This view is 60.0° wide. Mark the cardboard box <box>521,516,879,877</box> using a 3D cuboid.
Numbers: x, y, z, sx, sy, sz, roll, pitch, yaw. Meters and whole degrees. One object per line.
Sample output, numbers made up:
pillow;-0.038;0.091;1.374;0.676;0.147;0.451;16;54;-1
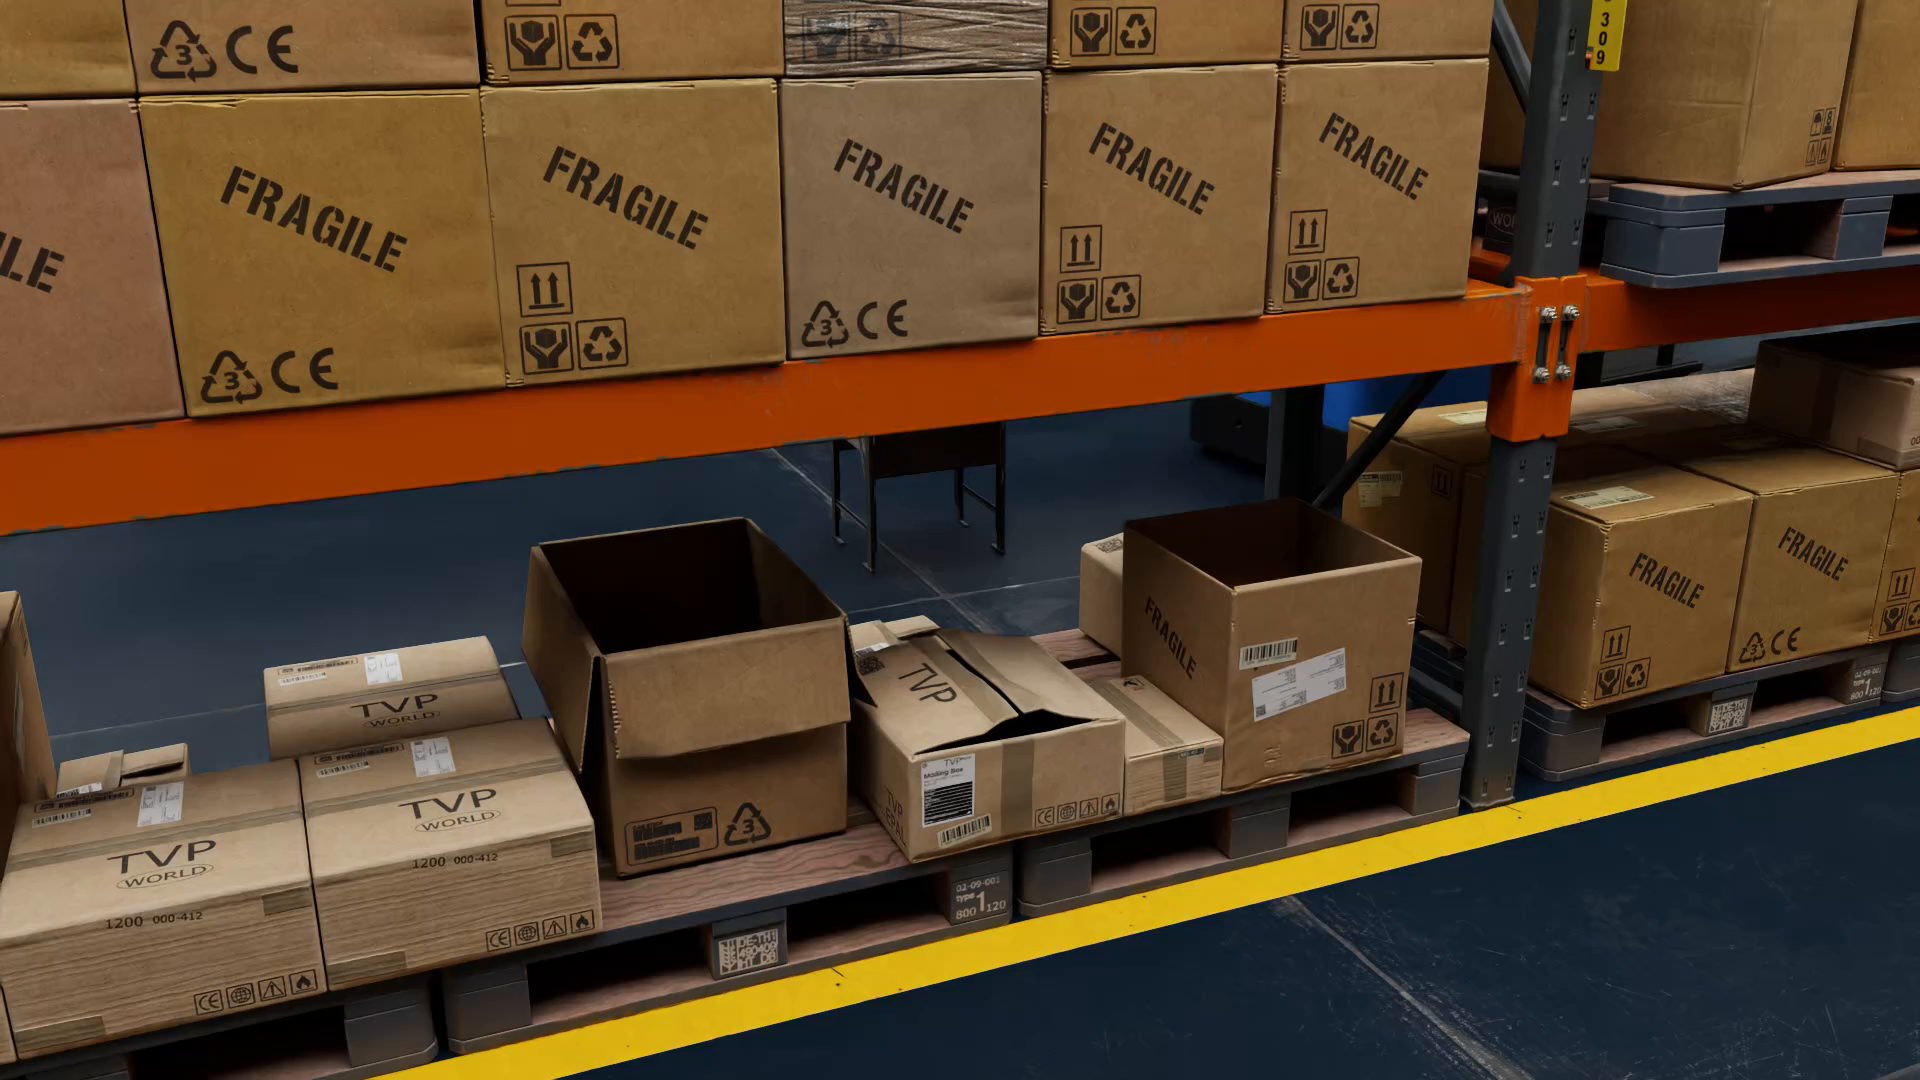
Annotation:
cardboard box;-0.595;0.317;3.701;0.637;0.503;0.797;-8;21;-22

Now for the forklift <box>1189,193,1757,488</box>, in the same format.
forklift;2.496;-1.876;6.938;3.031;2.935;1.130;-12;22;-30

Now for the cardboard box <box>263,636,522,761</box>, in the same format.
cardboard box;-1.259;0.452;3.700;0.500;0.250;0.500;-8;21;-22

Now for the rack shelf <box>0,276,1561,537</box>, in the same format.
rack shelf;-0.708;-0.299;3.438;4.000;0.370;1.077;-8;21;-22

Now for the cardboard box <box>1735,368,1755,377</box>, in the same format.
cardboard box;2.852;-0.278;5.396;0.500;0.500;0.500;-9;21;-24

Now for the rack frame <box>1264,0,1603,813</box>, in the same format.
rack frame;1.128;-0.901;4.065;0.127;3.000;1.000;-8;21;-22

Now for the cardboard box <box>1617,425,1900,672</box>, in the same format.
cardboard box;2.154;0.007;4.586;0.500;0.500;0.500;-8;21;-21

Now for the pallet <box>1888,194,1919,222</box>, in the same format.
pallet;3.017;-1.080;4.861;1.213;0.211;1.003;-8;21;-22

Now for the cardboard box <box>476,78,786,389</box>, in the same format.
cardboard box;-0.639;-0.600;3.059;0.500;0.500;0.500;-8;21;-21

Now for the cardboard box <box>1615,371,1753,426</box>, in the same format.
cardboard box;2.386;-0.210;5.205;0.500;0.500;0.500;-8;21;-21

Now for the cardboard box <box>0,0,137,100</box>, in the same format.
cardboard box;-1.556;-0.943;2.528;0.500;0.500;0.500;-8;21;-21

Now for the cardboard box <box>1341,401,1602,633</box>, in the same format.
cardboard box;1.468;-0.082;4.840;0.500;0.500;0.500;-8;21;-22

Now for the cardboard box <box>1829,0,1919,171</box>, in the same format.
cardboard box;2.258;-1.251;4.274;0.500;0.500;0.700;-5;20;-13

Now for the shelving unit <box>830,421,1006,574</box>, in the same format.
shelving unit;-0.152;-0.969;5.611;0.503;2.100;0.431;-8;21;-22

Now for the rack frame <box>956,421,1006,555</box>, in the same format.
rack frame;0.072;-1.001;5.703;0.015;2.100;0.400;-8;21;-22

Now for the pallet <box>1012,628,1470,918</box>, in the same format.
pallet;0.497;0.504;4.273;1.213;0.211;1.003;-8;21;-22

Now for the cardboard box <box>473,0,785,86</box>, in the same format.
cardboard box;-0.628;-1.074;2.901;0.500;0.500;0.500;-8;21;-22

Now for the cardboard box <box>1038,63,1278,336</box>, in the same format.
cardboard box;0.298;-0.736;3.446;0.500;0.500;0.500;-8;21;-20

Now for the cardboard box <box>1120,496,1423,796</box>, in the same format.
cardboard box;0.718;0.232;3.949;0.500;0.500;0.500;-8;21;-22

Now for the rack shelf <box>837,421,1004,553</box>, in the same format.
rack shelf;-0.152;-0.295;5.848;0.480;0.518;0.431;-8;21;-22

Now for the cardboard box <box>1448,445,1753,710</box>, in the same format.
cardboard box;1.669;0.081;4.377;0.500;0.500;0.500;-9;21;-24

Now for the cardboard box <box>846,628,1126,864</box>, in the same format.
cardboard box;0.029;0.419;3.700;0.500;0.311;0.500;-8;21;-22

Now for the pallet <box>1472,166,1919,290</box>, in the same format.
pallet;1.905;-0.883;4.301;1.213;0.211;1.003;-8;21;-22

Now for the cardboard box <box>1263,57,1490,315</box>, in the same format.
cardboard box;0.771;-0.805;3.640;0.500;0.500;0.500;-8;21;-21

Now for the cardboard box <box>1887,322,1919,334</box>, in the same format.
cardboard box;3.048;-0.471;4.814;0.500;0.250;0.500;-9;21;-23

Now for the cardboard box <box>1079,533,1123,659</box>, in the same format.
cardboard box;0.657;0.149;4.469;0.500;0.311;0.500;-8;21;-22

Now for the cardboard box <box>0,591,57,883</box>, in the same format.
cardboard box;-2.143;0.450;3.330;0.500;0.500;0.500;-8;21;-22

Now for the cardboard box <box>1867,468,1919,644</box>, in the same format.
cardboard box;2.616;-0.056;4.766;0.500;0.500;0.500;-8;21;-21

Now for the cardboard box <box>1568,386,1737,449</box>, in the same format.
cardboard box;1.925;-0.145;5.018;0.500;0.500;0.500;-8;21;-22

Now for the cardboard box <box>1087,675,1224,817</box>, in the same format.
cardboard box;0.397;0.465;3.815;0.250;0.149;0.380;-8;21;-22

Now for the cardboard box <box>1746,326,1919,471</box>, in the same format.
cardboard box;2.587;-0.404;4.626;0.500;0.250;0.500;-8;21;-22

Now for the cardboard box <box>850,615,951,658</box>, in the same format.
cardboard box;-0.133;0.334;4.162;0.250;0.166;0.380;-8;21;-22

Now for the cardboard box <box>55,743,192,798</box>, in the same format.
cardboard box;-1.735;0.581;3.458;0.250;0.166;0.380;-8;21;-22

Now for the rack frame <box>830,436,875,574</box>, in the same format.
rack frame;-0.376;-0.937;5.520;0.015;2.100;0.400;-8;21;-22

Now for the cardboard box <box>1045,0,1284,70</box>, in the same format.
cardboard box;0.297;-1.206;3.276;0.500;0.500;0.500;-9;21;-23

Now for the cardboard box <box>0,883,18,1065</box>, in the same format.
cardboard box;-1.794;0.771;2.921;0.250;0.166;0.380;-8;21;-22

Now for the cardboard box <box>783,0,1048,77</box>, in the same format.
cardboard box;-0.165;-1.140;3.088;0.500;0.500;0.500;-8;21;-21

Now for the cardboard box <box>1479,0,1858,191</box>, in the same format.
cardboard box;1.652;-1.141;3.962;0.500;0.500;0.700;-17;26;-40

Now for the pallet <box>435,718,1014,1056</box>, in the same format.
pallet;-0.624;0.666;3.813;1.213;0.211;1.003;-8;21;-22

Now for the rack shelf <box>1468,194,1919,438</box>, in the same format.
rack shelf;2.965;-0.825;4.932;4.000;0.370;1.077;-8;21;-22

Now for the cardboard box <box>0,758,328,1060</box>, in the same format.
cardboard box;-1.474;0.663;3.099;0.500;0.250;0.500;-8;21;-22

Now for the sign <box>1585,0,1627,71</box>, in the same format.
sign;1.350;-1.145;3.455;0.005;0.325;0.100;-8;21;-22

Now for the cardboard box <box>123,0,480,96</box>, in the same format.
cardboard box;-1.094;-1.007;2.710;0.500;0.500;0.500;-8;21;-21

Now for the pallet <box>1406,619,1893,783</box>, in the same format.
pallet;1.860;0.295;4.865;1.213;0.211;1.003;-8;21;-22

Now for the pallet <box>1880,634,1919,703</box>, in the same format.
pallet;2.982;0.134;5.325;1.213;0.211;1.003;-8;21;-22

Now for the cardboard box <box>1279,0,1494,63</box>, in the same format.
cardboard box;0.767;-1.275;3.470;0.500;0.500;0.500;-8;21;-22

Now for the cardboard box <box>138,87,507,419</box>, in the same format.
cardboard box;-1.099;-0.535;2.874;0.500;0.500;0.500;-8;21;-22

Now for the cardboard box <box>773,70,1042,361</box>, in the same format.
cardboard box;-0.173;-0.668;3.252;0.500;0.500;0.500;-8;21;-21

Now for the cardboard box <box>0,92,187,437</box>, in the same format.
cardboard box;-1.561;-0.470;2.689;0.500;0.500;0.500;-8;21;-22

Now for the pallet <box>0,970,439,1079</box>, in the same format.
pallet;-1.743;0.825;3.361;1.213;0.211;1.003;-8;21;-22

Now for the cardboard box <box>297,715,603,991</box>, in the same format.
cardboard box;-1.015;0.598;3.286;0.500;0.250;0.500;-8;21;-22
